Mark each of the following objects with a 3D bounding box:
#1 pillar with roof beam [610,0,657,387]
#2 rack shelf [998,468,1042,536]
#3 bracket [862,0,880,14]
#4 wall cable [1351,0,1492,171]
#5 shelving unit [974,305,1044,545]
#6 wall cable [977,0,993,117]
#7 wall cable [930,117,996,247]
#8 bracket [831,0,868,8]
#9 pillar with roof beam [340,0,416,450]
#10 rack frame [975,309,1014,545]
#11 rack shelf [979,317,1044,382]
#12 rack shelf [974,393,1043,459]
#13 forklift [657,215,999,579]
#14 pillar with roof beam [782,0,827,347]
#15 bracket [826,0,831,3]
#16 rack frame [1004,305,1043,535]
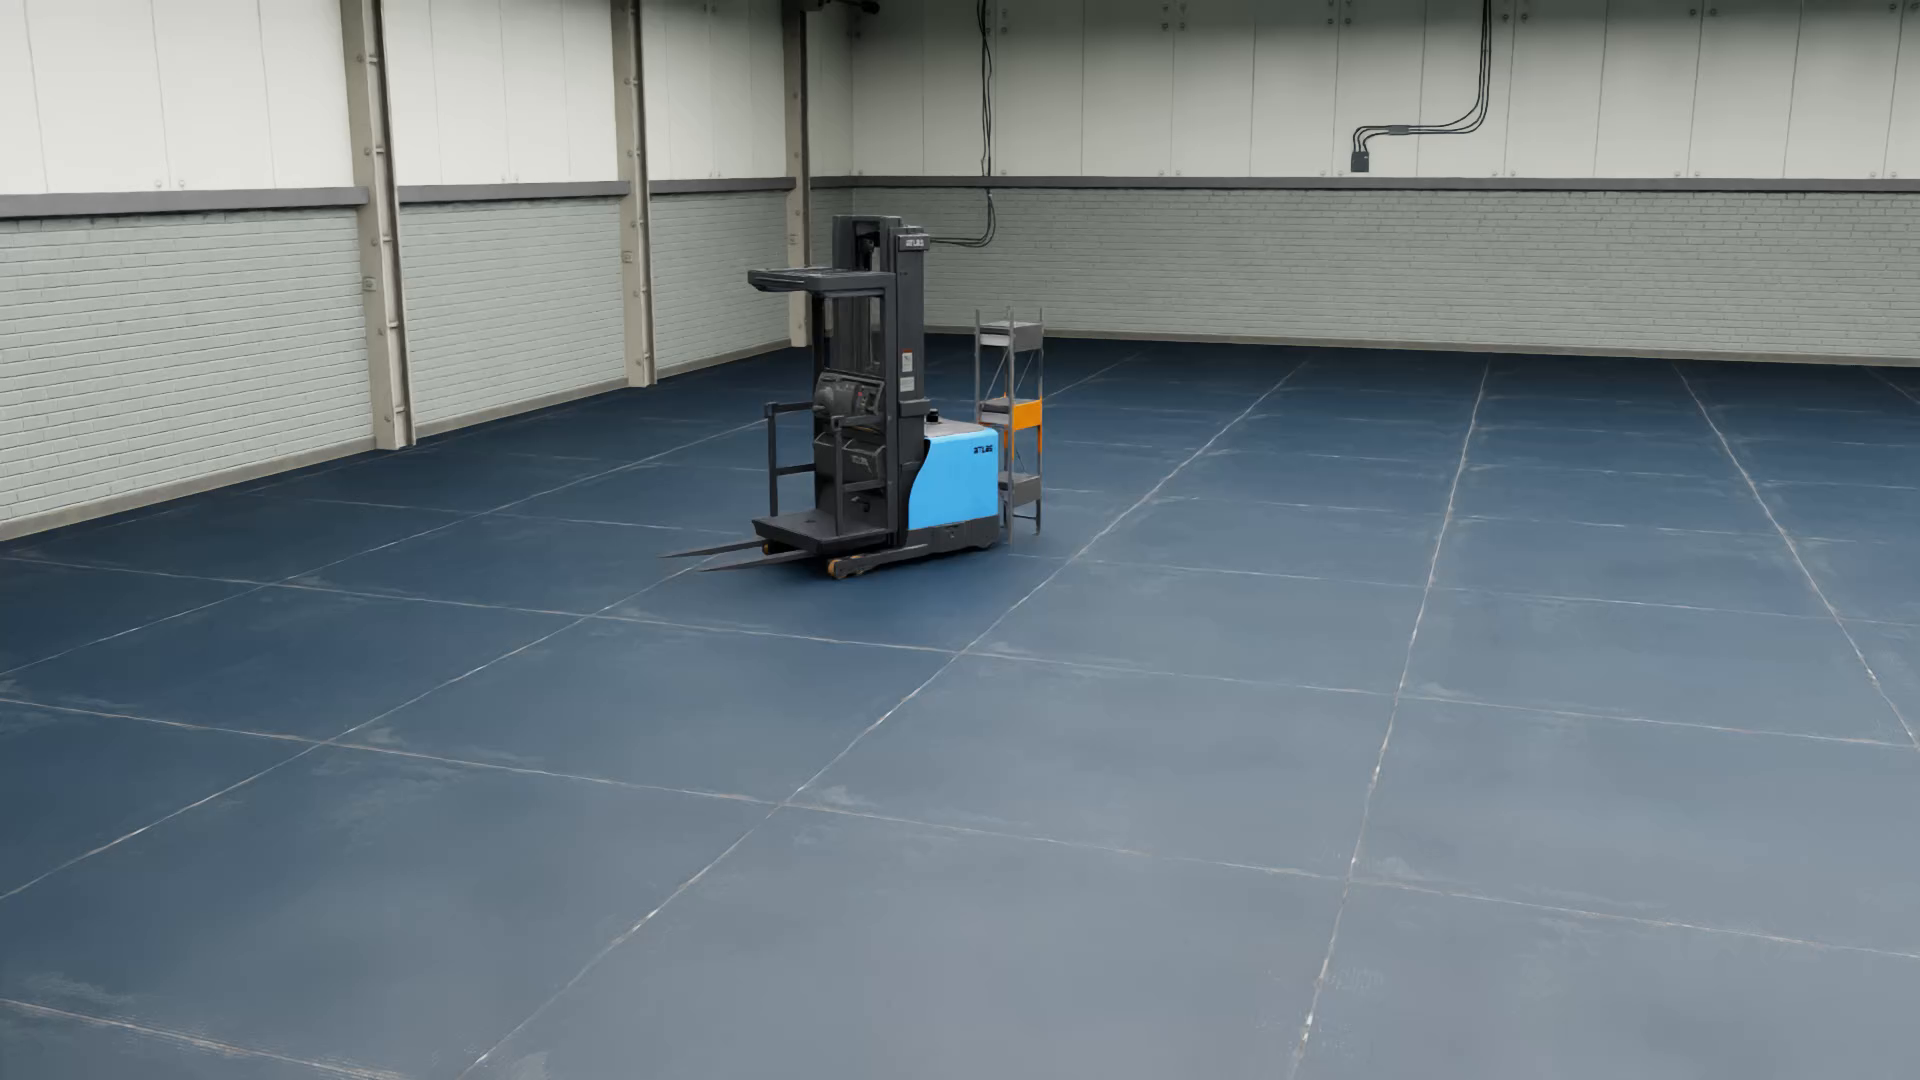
[{"bbox_3d":[-0.850,-6.476,23.402,9.100,9.000,0.400,4,14,18],"label":"pillar with roof beam"},{"bbox_3d":[0.443,-0.357,15.304,0.431,0.518,0.480,9,16,34],"label":"rack shelf"},{"bbox_3d":[-1.745,-10.365,32.351,0.235,0.232,0.430,4,14,18],"label":"bracket"},{"bbox_3d":[8.200,-9.546,29.207,2.305,6.003,0.169,4,14,18],"label":"wall cable"},{"bbox_3d":[0.443,-1.053,15.145,0.431,2.100,0.503,9,16,34],"label":"shelving unit"},{"bbox_3d":[1.782,-9.328,31.525,3.097,2.526,0.112,4,14,18],"label":"wall cable"},{"bbox_3d":[-0.777,-7.061,32.941,3.097,2.526,0.112,4,14,18],"label":"wall cable"},{"bbox_3d":[-1.936,-10.241,31.806,0.076,0.066,3.189,4,14,18],"label":"bracket"},{"bbox_3d":[-2.791,-5.213,17.867,9.100,9.000,0.400,4,14,18],"label":"pillar with roof beam"},{"bbox_3d":[0.304,-1.009,14.950,0.400,2.100,0.015,9,16,34],"label":"rack frame"},{"bbox_3d":[0.443,-1.722,14.992,0.431,0.518,0.480,9,16,34],"label":"rack shelf"},{"bbox_3d":[0.443,-1.040,15.148,0.431,0.518,0.480,9,16,34],"label":"rack shelf"},{"bbox_3d":[-1.109,-1.237,14.082,3.031,2.935,1.130,-10,16,-38],"label":"forklift"},{"bbox_3d":[1.092,-7.740,28.937,9.100,9.000,0.548,4,14,18],"label":"pillar with roof beam"},{"bbox_3d":[-2.512,-9.866,30.165,0.235,0.232,0.430,4,14,18],"label":"bracket"},{"bbox_3d":[0.583,-1.098,15.340,0.400,2.100,0.015,9,16,34],"label":"rack frame"}]
